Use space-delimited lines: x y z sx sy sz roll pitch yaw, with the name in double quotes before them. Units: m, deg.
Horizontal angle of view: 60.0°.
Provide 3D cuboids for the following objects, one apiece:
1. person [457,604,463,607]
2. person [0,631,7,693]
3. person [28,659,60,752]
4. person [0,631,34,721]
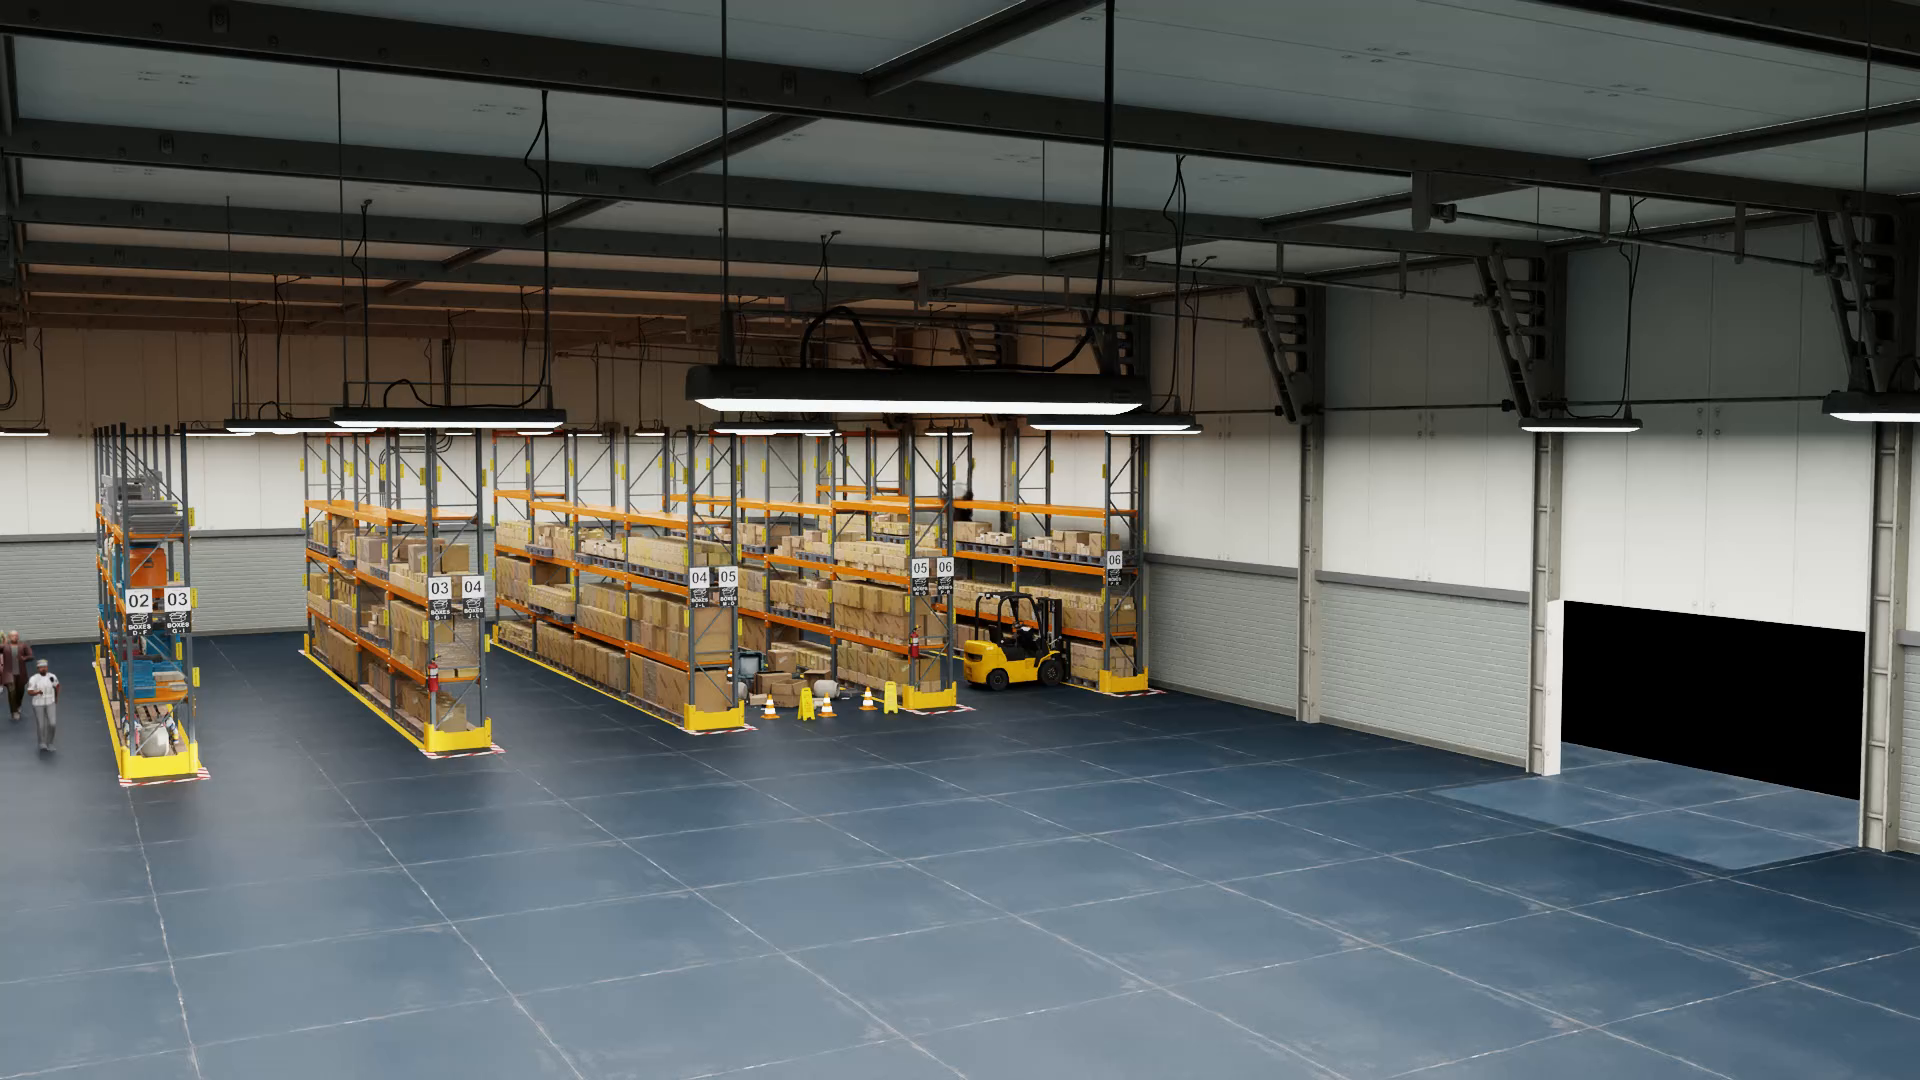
"person" -14.088 2.158 45.952 0.692 1.629 0.638 -1 4 -19
"person" -21.723 2.621 37.413 0.549 1.663 0.663 -2 4 -33
"person" -16.756 3.043 30.466 0.558 1.723 0.667 -3 4 -36
"person" -19.336 2.742 34.030 0.695 1.781 1.032 -3 4 -39
